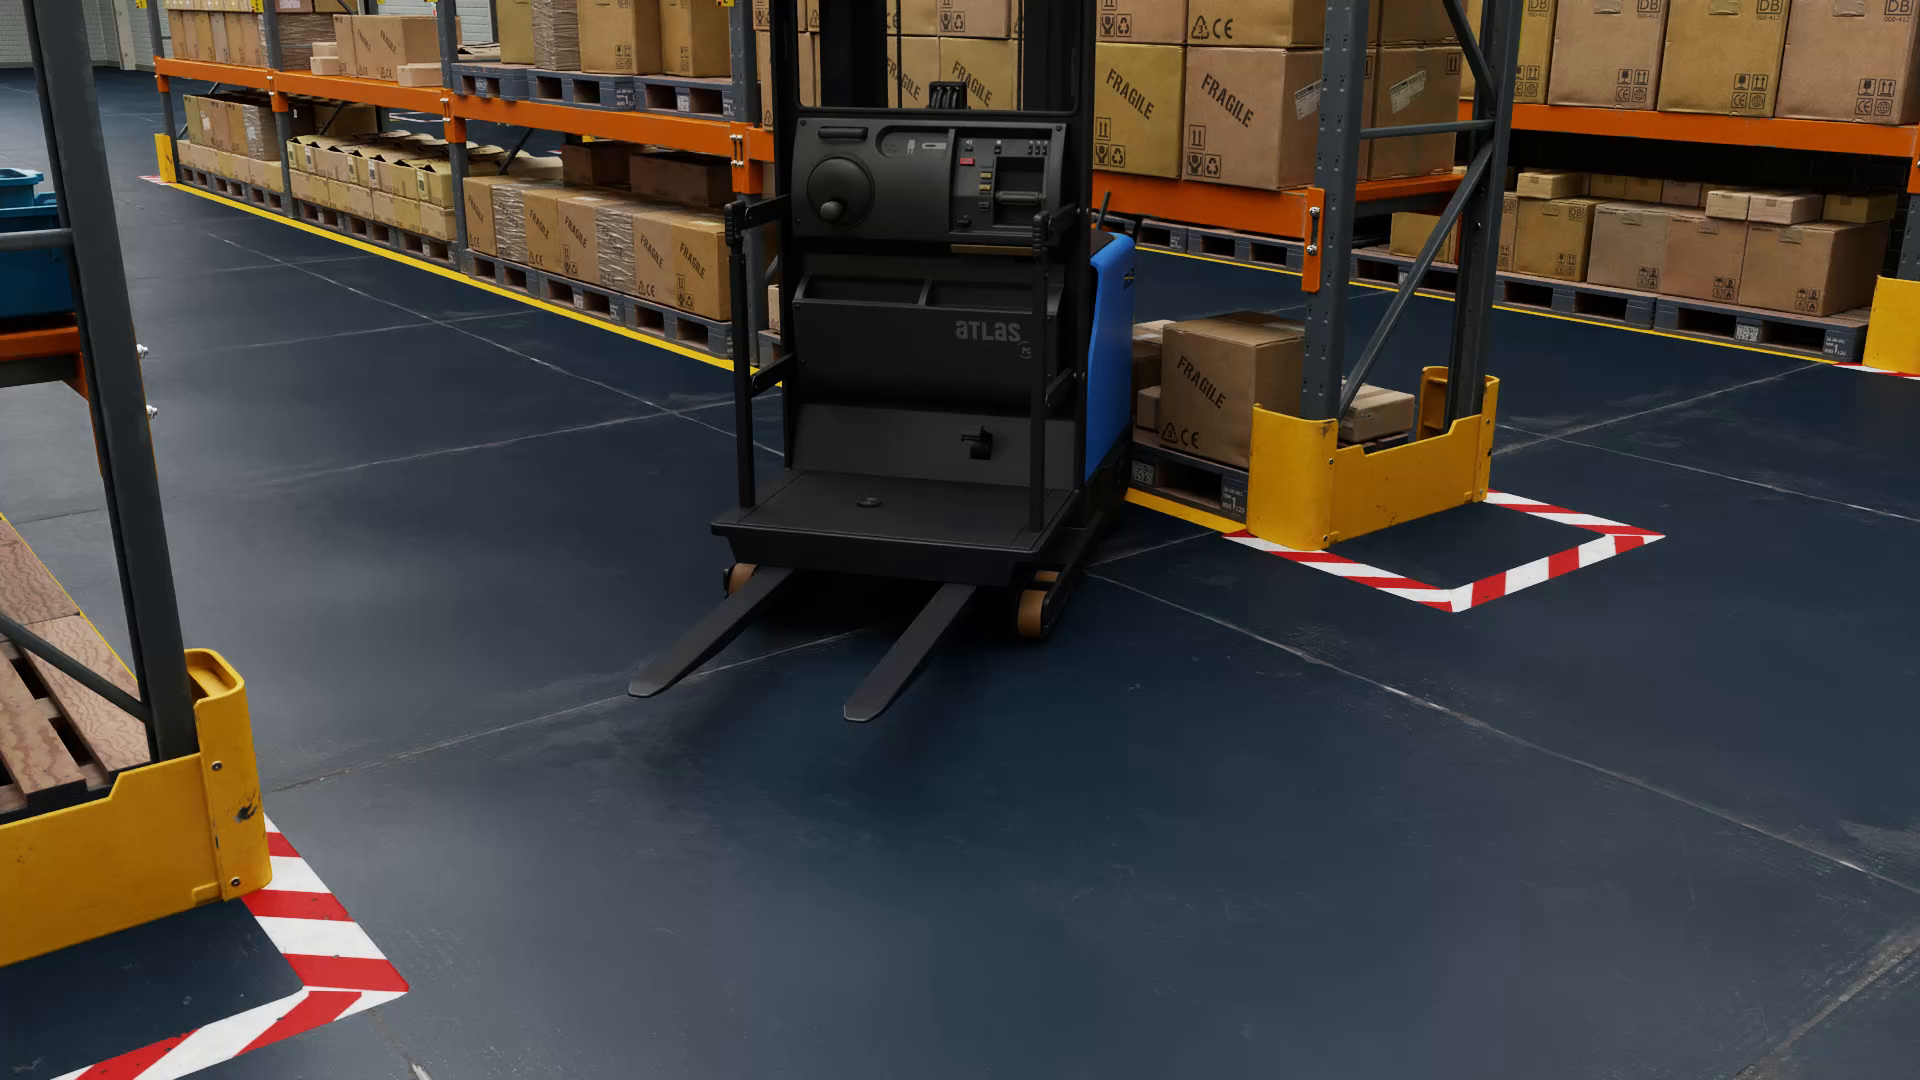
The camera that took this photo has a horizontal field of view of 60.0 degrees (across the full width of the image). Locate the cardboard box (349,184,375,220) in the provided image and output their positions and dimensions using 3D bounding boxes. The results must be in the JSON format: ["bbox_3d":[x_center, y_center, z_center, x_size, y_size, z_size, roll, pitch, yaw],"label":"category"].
[{"bbox_3d":[-4.744,-2.835,13.858,0.500,0.250,0.500,-13,23,-35],"label":"cardboard box"}]

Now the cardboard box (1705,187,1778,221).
[{"bbox_3d":[4.681,-2.011,9.940,0.380,0.149,0.250,-13,22,-35],"label":"cardboard box"}]

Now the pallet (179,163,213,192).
[{"bbox_3d":[-7.732,-3.949,17.953,1.003,0.211,1.213,-14,23,-36],"label":"pallet"}]

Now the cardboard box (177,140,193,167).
[{"bbox_3d":[-8.081,-4.172,17.895,0.500,0.250,0.500,-14,23,-36],"label":"cardboard box"}]

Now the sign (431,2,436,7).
[{"bbox_3d":[-8.742,-8.934,27.671,0.001,0.109,0.331,-14,23,-36],"label":"sign"}]

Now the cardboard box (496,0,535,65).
[{"bbox_3d":[-2.793,-3.595,11.622,0.500,0.500,0.700,11,21,30],"label":"cardboard box"}]

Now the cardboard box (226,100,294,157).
[{"bbox_3d":[-6.830,-4.037,16.295,0.500,0.500,0.500,-14,23,-36],"label":"cardboard box"}]

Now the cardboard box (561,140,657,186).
[{"bbox_3d":[-2.469,-2.662,11.714,0.500,0.250,0.500,-13,22,-34],"label":"cardboard box"}]

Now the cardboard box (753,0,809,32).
[{"bbox_3d":[-0.717,-2.847,8.439,0.500,0.500,0.500,-13,22,-35],"label":"cardboard box"}]

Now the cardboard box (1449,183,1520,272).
[{"bbox_3d":[3.786,-2.148,11.386,0.700,0.500,0.500,-14,23,-37],"label":"cardboard box"}]

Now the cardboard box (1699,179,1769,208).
[{"bbox_3d":[4.827,-2.146,10.350,0.380,0.149,0.250,-14,23,-36],"label":"cardboard box"}]

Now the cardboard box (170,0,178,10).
[{"bbox_3d":[-7.998,-5.605,17.327,0.380,0.149,0.250,-15,23,-37],"label":"cardboard box"}]

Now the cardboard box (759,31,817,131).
[{"bbox_3d":[-0.686,-2.365,8.573,0.500,0.500,0.500,-13,22,-35],"label":"cardboard box"}]

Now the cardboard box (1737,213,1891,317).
[{"bbox_3d":[5.063,-1.644,9.864,0.700,0.500,0.500,-14,23,-36],"label":"cardboard box"}]

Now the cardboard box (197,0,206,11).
[{"bbox_3d":[-7.363,-5.353,16.565,0.380,0.149,0.250,-14,23,-37],"label":"cardboard box"}]

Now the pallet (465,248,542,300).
[{"bbox_3d":[-2.838,-1.967,11.966,1.003,0.211,1.213,-14,23,-36],"label":"pallet"}]

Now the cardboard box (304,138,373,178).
[{"bbox_3d":[-5.388,-3.353,14.530,0.500,0.311,0.500,-14,23,-37],"label":"cardboard box"}]

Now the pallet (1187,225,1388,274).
[{"bbox_3d":[2.554,-2.316,13.019,1.003,0.211,1.213,-14,23,-36],"label":"pallet"}]

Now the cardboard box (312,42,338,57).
[{"bbox_3d":[-5.416,-4.283,14.765,0.500,0.250,0.500,-12,22,-33],"label":"cardboard box"}]

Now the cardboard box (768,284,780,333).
[{"bbox_3d":[-0.698,-1.283,9.042,0.500,0.311,0.500,-14,23,-36],"label":"cardboard box"}]

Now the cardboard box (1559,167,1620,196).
[{"bbox_3d":[4.191,-2.398,11.109,0.380,0.149,0.250,-14,23,-36],"label":"cardboard box"}]

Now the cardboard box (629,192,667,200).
[{"bbox_3d":[-1.856,-2.064,11.099,0.500,0.500,0.500,-15,24,-38],"label":"cardboard box"}]

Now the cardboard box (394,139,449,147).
[{"bbox_3d":[-4.644,-3.333,14.472,0.500,0.311,0.500,-14,23,-36],"label":"cardboard box"}]

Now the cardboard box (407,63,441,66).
[{"bbox_3d":[-4.108,-3.666,13.061,0.380,0.149,0.250,-12,22,-32],"label":"cardboard box"}]

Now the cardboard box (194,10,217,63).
[{"bbox_3d":[-7.326,-5.131,16.927,0.700,0.500,0.500,-14,23,-36],"label":"cardboard box"}]

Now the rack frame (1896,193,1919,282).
[{"bbox_3d":[5.576,-2.478,9.075,1.000,3.000,0.127,-14,23,-36],"label":"rack frame"}]

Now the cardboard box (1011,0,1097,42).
[{"bbox_3d":[0.563,-2.340,6.907,0.500,0.500,0.500,-13,22,-35],"label":"cardboard box"}]

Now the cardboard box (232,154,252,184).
[{"bbox_3d":[-6.840,-3.679,16.406,0.500,0.250,0.500,-14,23,-36],"label":"cardboard box"}]

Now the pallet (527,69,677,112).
[{"bbox_3d":[-2.061,-2.912,10.691,1.003,0.211,1.213,-14,23,-36],"label":"pallet"}]

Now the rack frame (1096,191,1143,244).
[{"bbox_3d":[0.531,-0.849,6.972,0.240,1.200,0.015,3,19,-42],"label":"rack frame"}]

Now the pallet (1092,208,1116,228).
[{"bbox_3d":[1.039,-2.917,14.835,1.003,0.211,1.213,-14,23,-36],"label":"pallet"}]

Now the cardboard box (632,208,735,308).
[{"bbox_3d":[-1.620,-1.707,10.024,0.500,0.500,0.500,-14,23,-36],"label":"cardboard box"}]

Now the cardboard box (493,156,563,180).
[{"bbox_3d":[-3.367,-2.828,12.946,0.500,0.311,0.500,-13,22,-34],"label":"cardboard box"}]

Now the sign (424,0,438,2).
[{"bbox_3d":[-3.705,-3.922,11.594,0.100,0.325,0.005,-14,23,-36],"label":"sign"}]

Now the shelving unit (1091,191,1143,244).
[{"bbox_3d":[0.381,-0.934,7.145,0.258,1.200,0.503,3,19,-42],"label":"shelving unit"}]

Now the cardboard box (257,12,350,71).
[{"bbox_3d":[-6.036,-4.623,15.393,0.700,0.500,0.500,-15,23,-38],"label":"cardboard box"}]

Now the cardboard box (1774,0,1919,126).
[{"bbox_3d":[5.251,-2.744,9.401,0.980,0.700,0.700,-13,22,-34],"label":"cardboard box"}]

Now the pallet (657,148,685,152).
[{"bbox_3d":[-3.081,-4.571,19.830,1.003,0.211,1.213,-14,23,-36],"label":"pallet"}]

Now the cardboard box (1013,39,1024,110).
[{"bbox_3d":[0.573,-1.866,7.068,0.500,0.500,0.500,-14,23,-36],"label":"cardboard box"}]

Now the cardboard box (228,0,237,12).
[{"bbox_3d":[-6.723,-5.099,15.799,0.380,0.149,0.250,-14,23,-36],"label":"cardboard box"}]

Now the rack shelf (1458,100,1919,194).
[{"bbox_3d":[4.334,-2.630,10.676,1.077,0.370,4.000,-14,23,-36],"label":"rack shelf"}]

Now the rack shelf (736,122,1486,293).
[{"bbox_3d":[0.453,-1.662,7.754,1.077,0.370,4.000,-14,23,-36],"label":"rack shelf"}]

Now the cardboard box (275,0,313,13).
[{"bbox_3d":[-6.092,-4.848,15.040,0.380,0.149,0.250,-14,23,-36],"label":"cardboard box"}]

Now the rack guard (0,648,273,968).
[{"bbox_3d":[-2.165,0.645,3.618,1.175,0.500,0.348,-14,23,-36],"label":"rack guard"}]

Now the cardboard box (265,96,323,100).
[{"bbox_3d":[-6.731,-4.262,16.975,0.500,0.500,0.500,-14,23,-36],"label":"cardboard box"}]

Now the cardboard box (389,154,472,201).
[{"bbox_3d":[-4.118,-2.850,13.011,0.500,0.311,0.500,-14,23,-37],"label":"cardboard box"}]

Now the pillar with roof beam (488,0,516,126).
[{"bbox_3d":[-10.346,-9.903,21.955,9.100,9.000,0.400,-14,23,-36],"label":"pillar with roof beam"}]

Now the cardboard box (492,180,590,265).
[{"bbox_3d":[-2.884,-2.208,11.536,0.500,0.500,0.500,-15,24,-38],"label":"cardboard box"}]

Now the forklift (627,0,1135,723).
[{"bbox_3d":[-0.164,-1.202,5.330,1.130,2.935,3.031,5,19,14],"label":"forklift"}]

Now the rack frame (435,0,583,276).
[{"bbox_3d":[-3.272,-3.482,12.105,1.000,3.000,0.127,-14,23,-36],"label":"rack frame"}]

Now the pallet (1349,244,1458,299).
[{"bbox_3d":[3.503,-1.937,11.878,1.003,0.211,1.213,-14,23,-36],"label":"pallet"}]

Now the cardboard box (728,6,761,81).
[{"bbox_3d":[-0.907,-2.903,9.531,0.500,0.500,0.700,11,21,30],"label":"cardboard box"}]
